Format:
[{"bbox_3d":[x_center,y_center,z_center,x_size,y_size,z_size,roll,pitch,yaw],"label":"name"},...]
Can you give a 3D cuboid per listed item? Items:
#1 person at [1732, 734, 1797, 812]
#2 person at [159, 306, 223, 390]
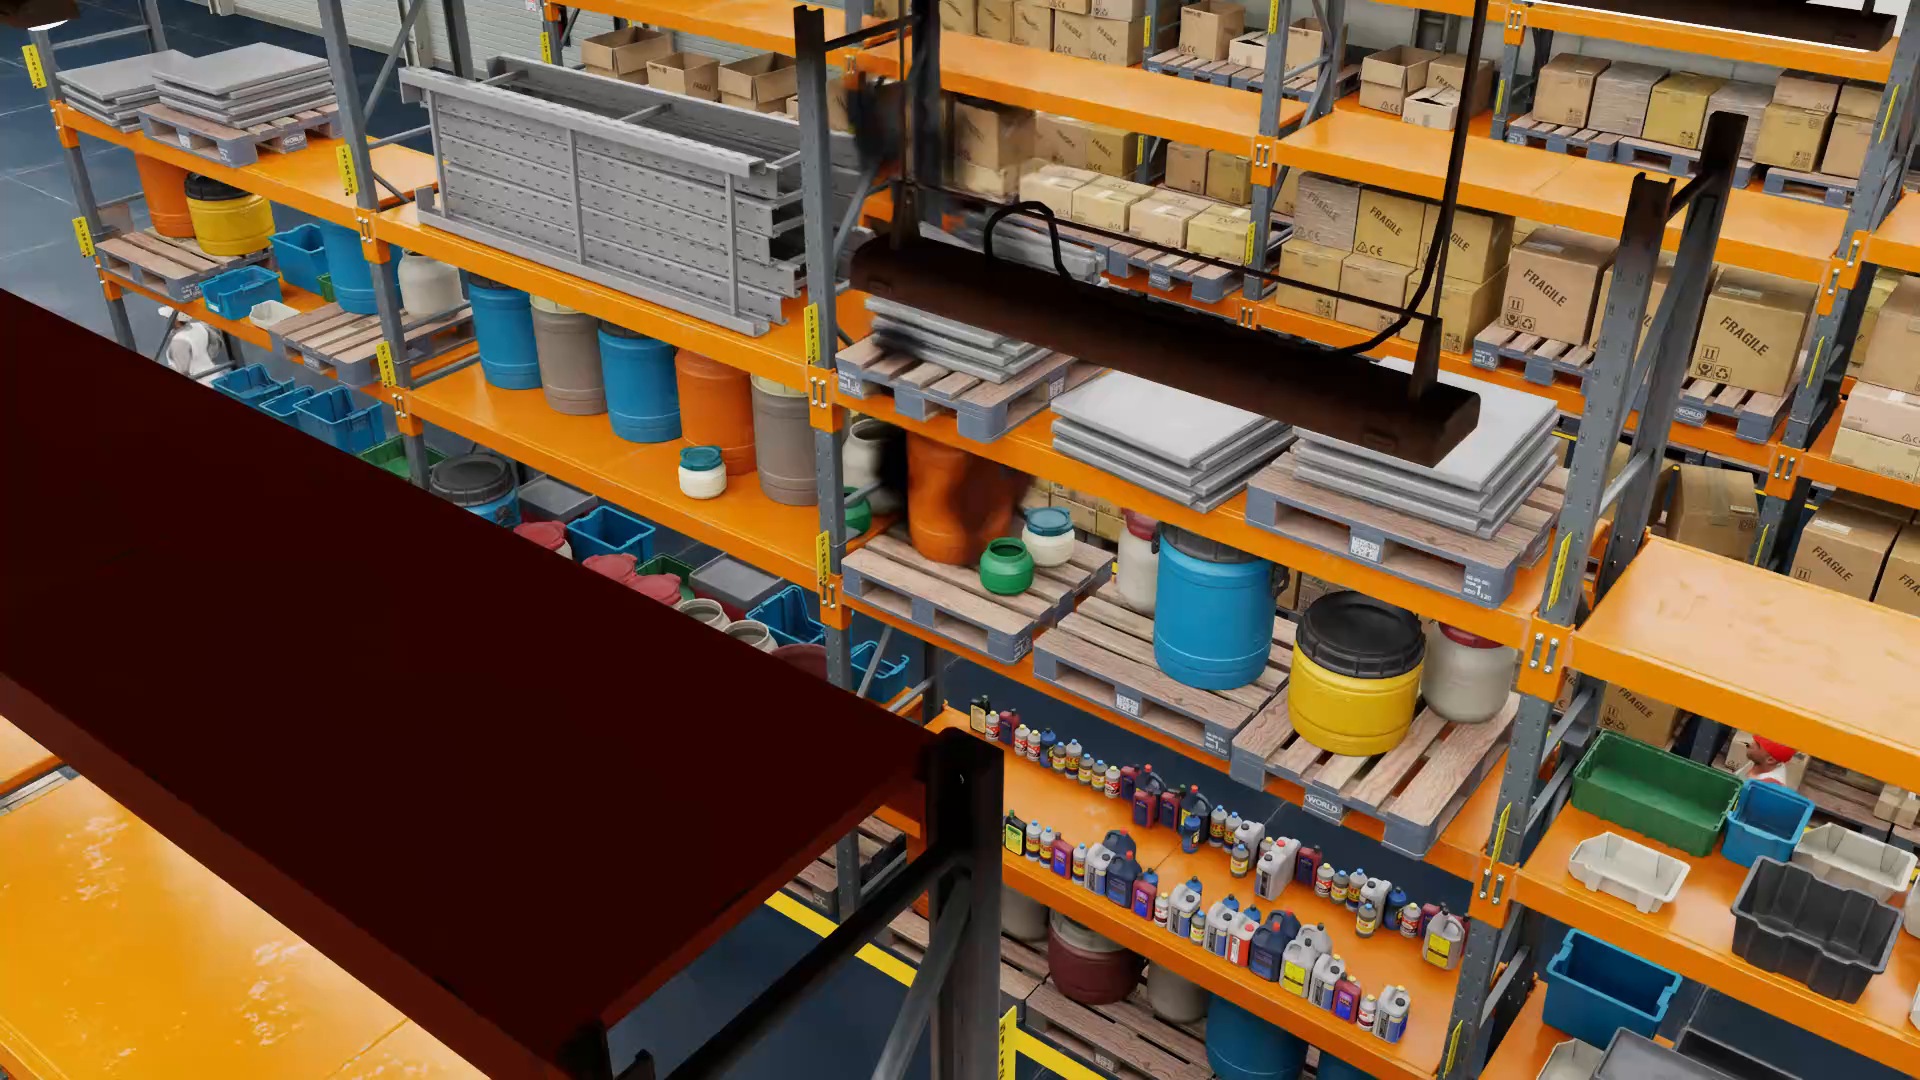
[{"bbox_3d":[4.983,1.905,10.505,0.737,1.752,0.656,14,34,22],"label":"person"},{"bbox_3d":[-7.255,-1.535,16.042,0.750,1.692,0.678,-1,31,-2],"label":"person"}]
